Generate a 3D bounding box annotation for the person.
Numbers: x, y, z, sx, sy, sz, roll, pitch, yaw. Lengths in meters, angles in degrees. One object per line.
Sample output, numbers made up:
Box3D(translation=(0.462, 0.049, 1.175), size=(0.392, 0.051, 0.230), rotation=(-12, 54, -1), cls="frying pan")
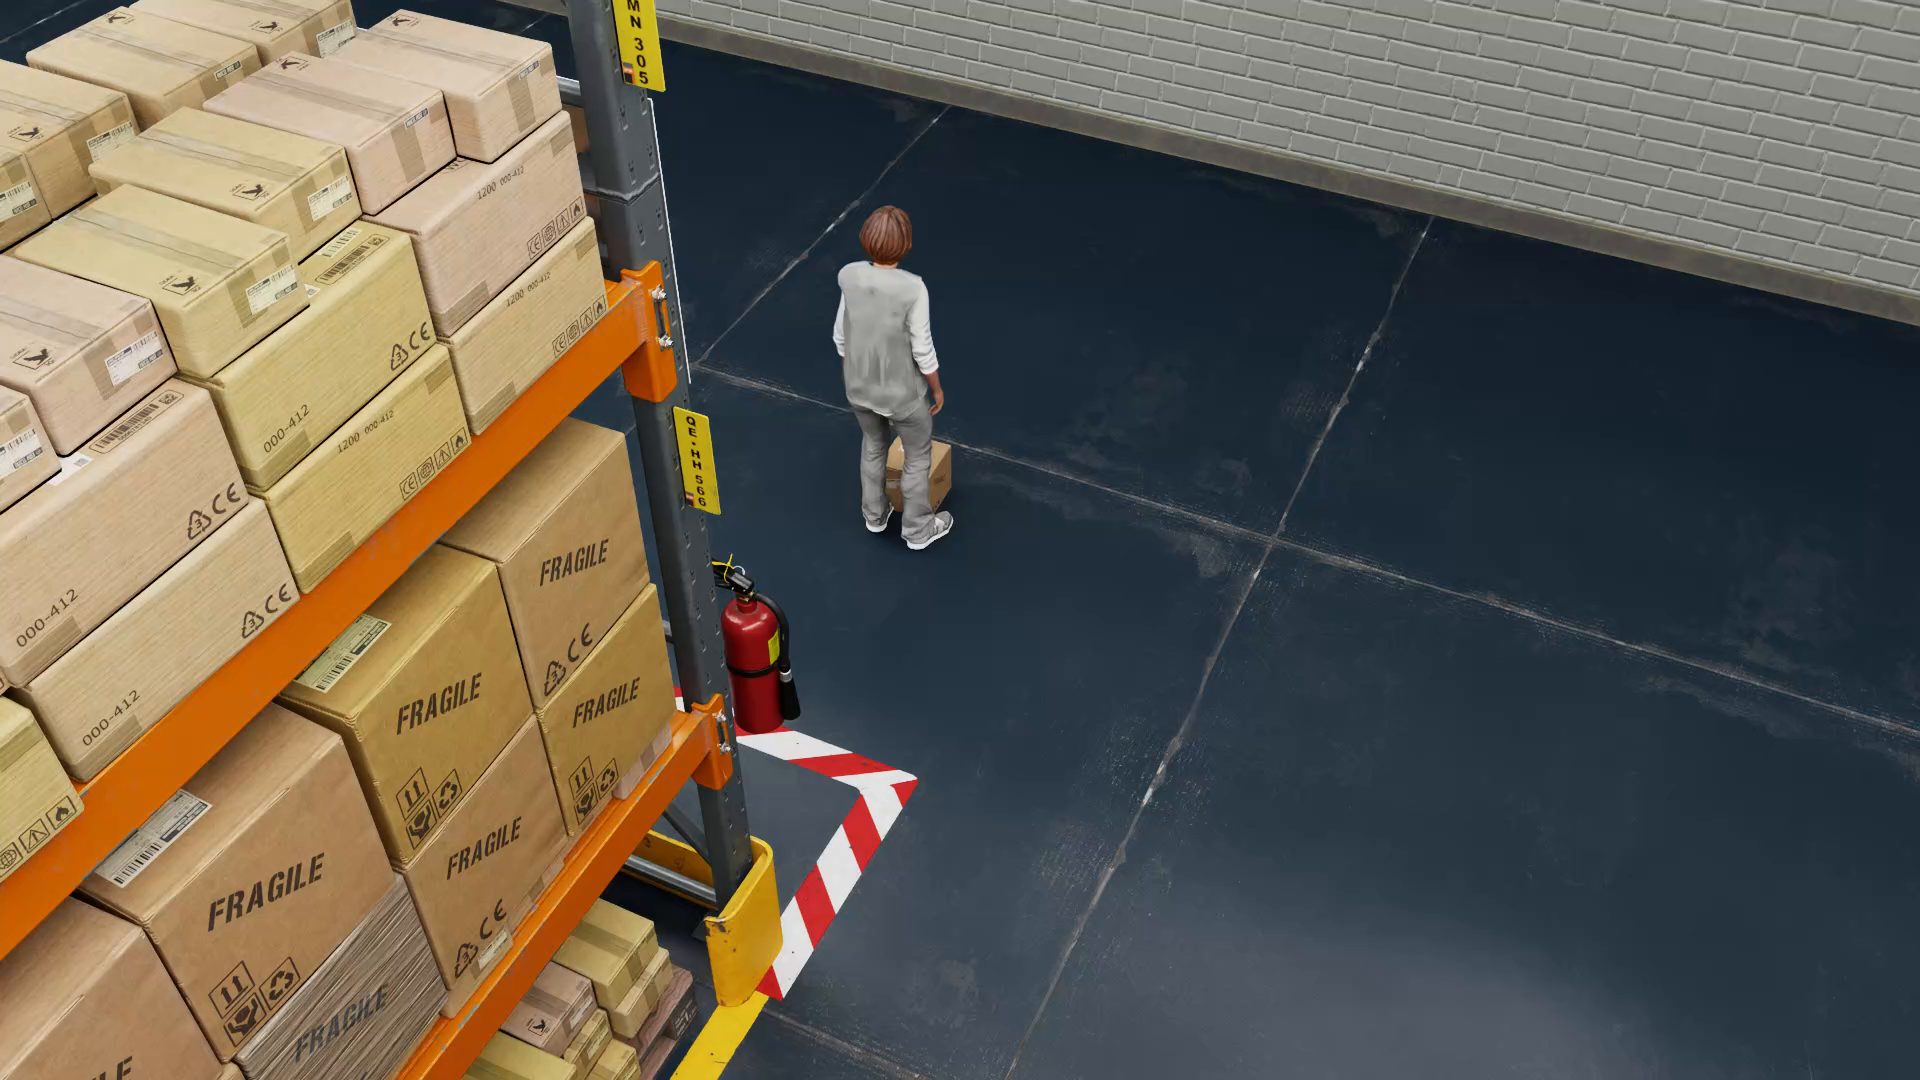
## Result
Box3D(translation=(-0.288, -0.637, 6.870), size=(0.461, 1.582, 0.364), rotation=(18, 46, 18), cls="person")
